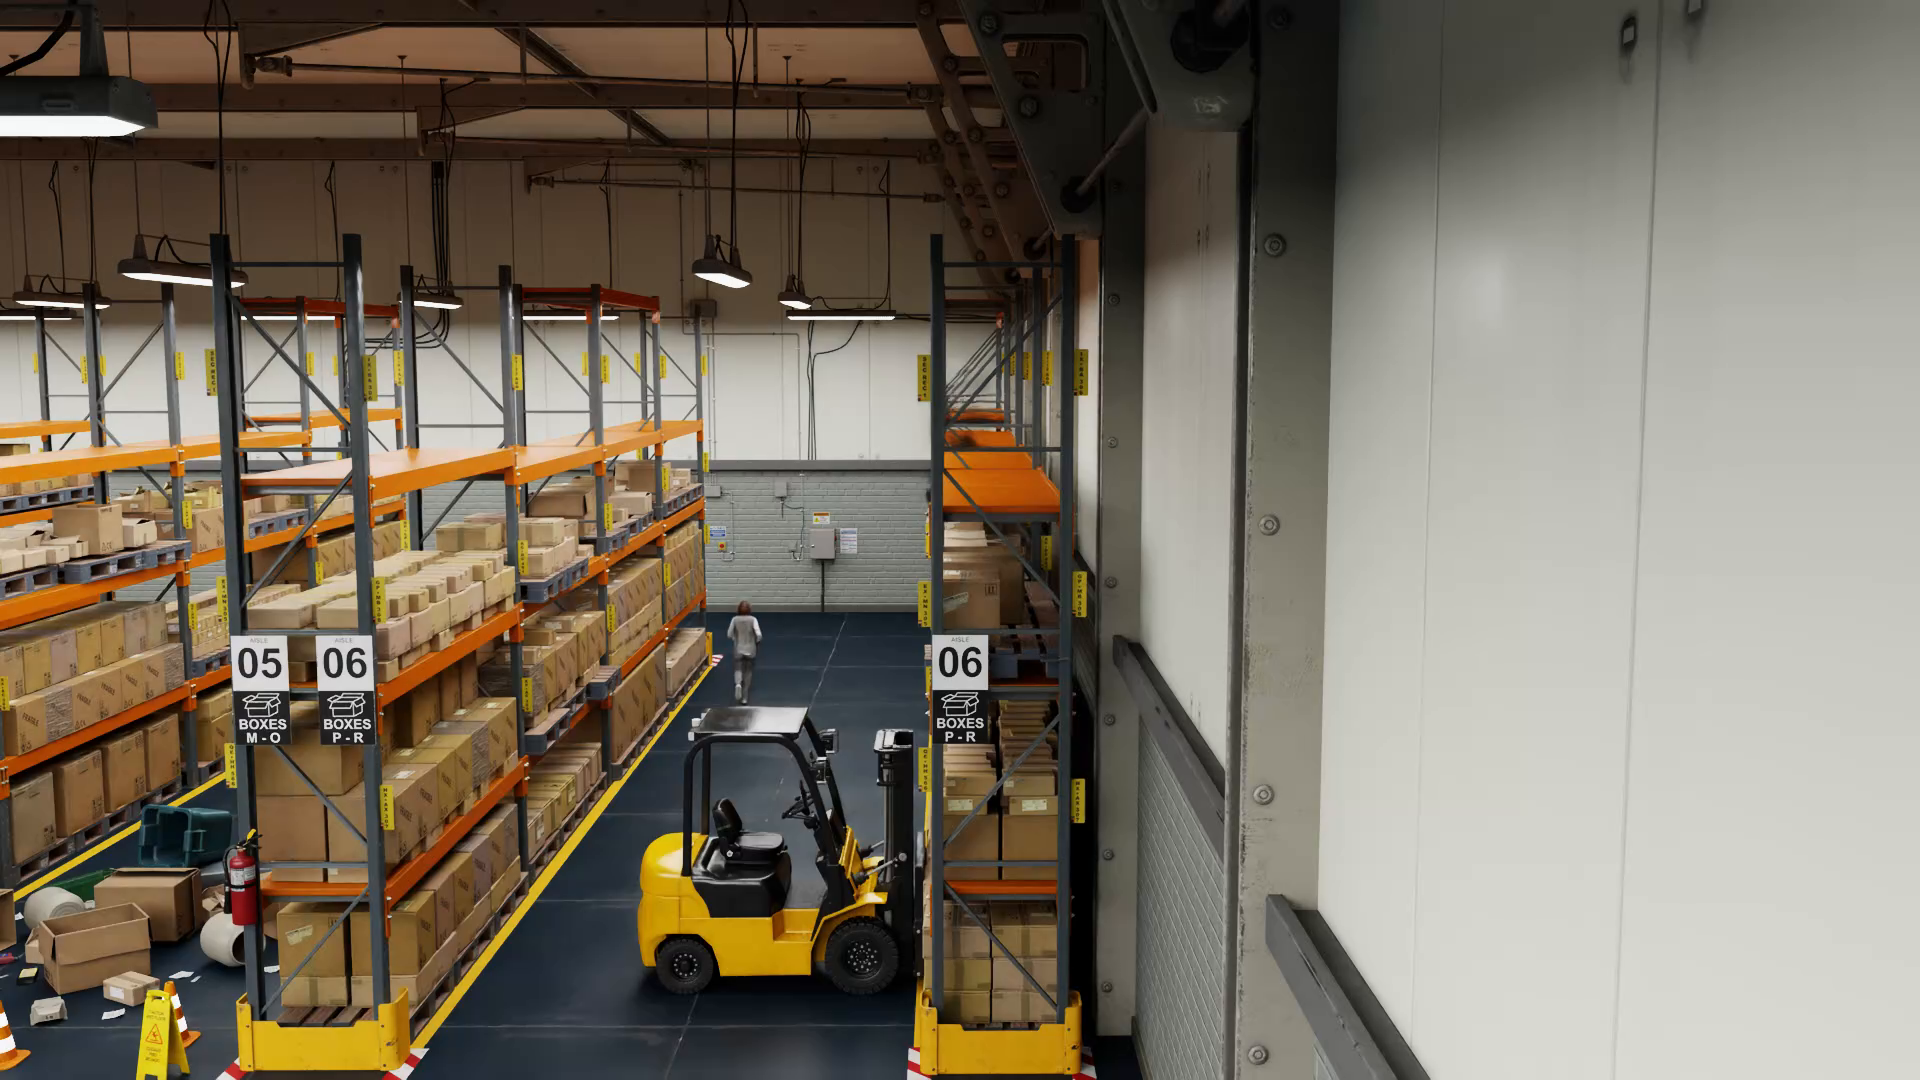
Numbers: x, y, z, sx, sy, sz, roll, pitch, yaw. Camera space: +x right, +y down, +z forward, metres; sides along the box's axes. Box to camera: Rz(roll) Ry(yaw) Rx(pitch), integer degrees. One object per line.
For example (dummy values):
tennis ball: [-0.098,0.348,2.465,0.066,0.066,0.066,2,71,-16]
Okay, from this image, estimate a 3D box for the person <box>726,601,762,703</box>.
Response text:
person: [-3.192,1.678,24.657,0.529,1.546,0.602,0,6,-2]
